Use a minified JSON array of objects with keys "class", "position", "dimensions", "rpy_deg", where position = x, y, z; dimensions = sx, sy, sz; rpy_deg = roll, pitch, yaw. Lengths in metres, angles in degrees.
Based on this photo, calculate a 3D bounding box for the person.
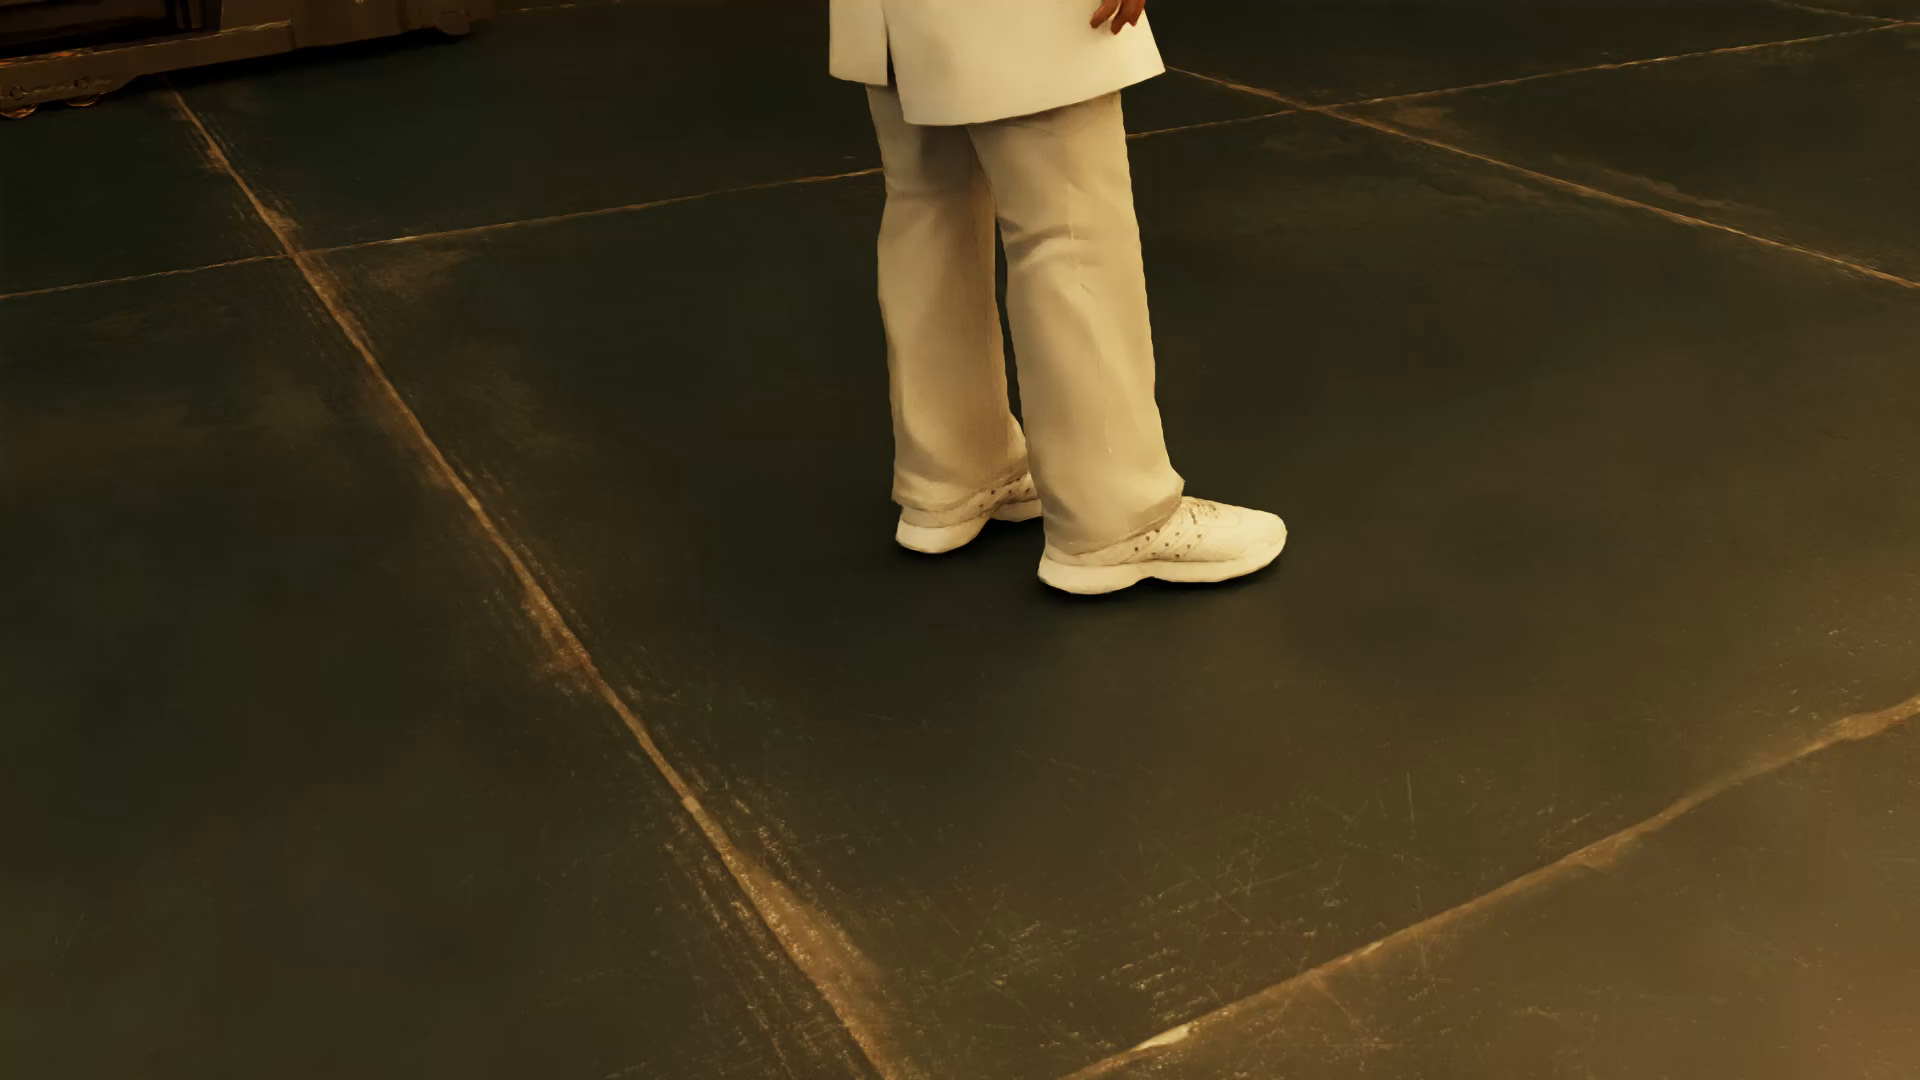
[{"class":"person","position":[0.081,-0.818,2.131],"dimensions":[0.579,1.776,0.694],"rpy_deg":[-15,30,-26]}]

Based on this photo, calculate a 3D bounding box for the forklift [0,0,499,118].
[{"class":"forklift","position":[-3.052,-2.828,4.835],"dimensions":[1.130,2.935,3.031],"rpy_deg":[21,34,35]}]
